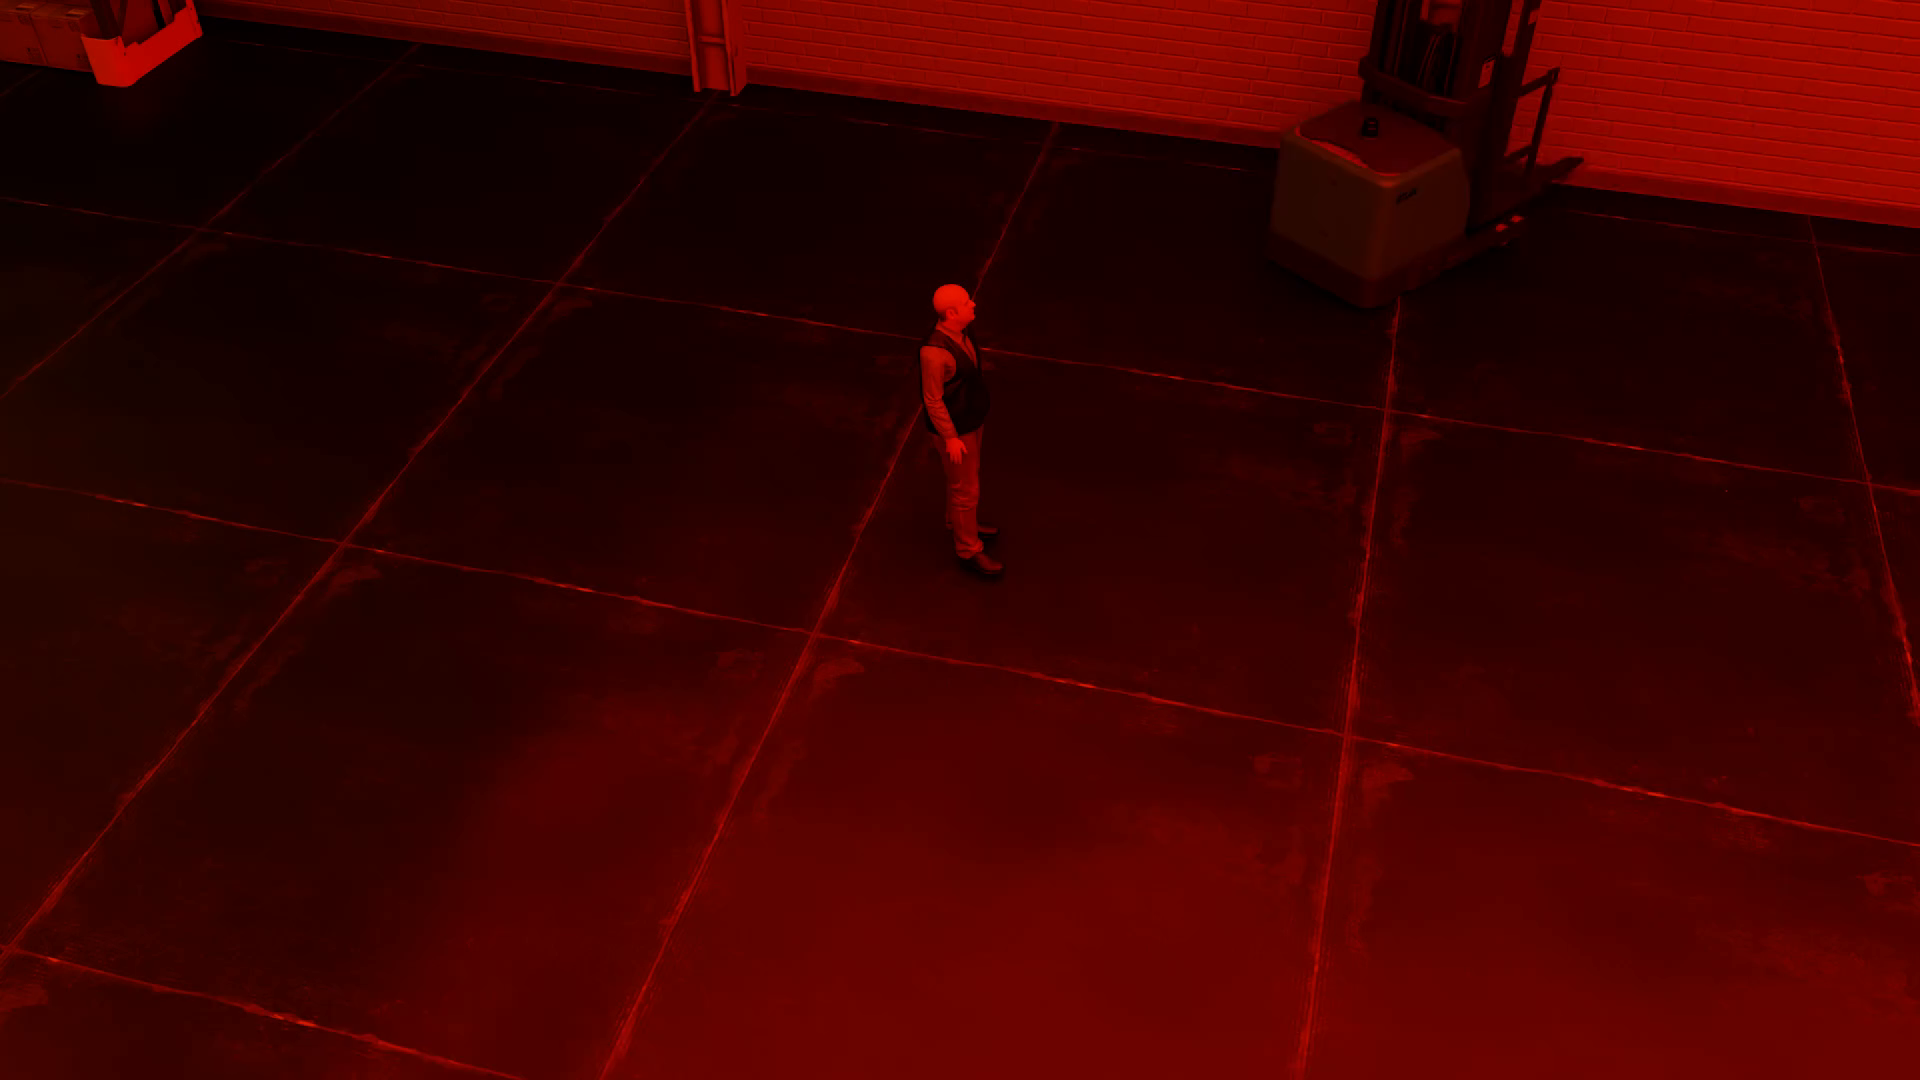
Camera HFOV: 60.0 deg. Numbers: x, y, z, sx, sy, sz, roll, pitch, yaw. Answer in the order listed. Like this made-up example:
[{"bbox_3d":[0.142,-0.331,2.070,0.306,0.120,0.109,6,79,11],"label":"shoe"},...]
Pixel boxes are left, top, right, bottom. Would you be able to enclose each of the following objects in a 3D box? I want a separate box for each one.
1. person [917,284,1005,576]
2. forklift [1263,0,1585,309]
[{"bbox_3d":[0.057,-0.667,9.469,0.568,1.720,0.632,10,42,11],"label":"person"},{"bbox_3d":[3.714,-3.574,11.938,3.031,2.935,1.130,-29,49,-29],"label":"forklift"}]
